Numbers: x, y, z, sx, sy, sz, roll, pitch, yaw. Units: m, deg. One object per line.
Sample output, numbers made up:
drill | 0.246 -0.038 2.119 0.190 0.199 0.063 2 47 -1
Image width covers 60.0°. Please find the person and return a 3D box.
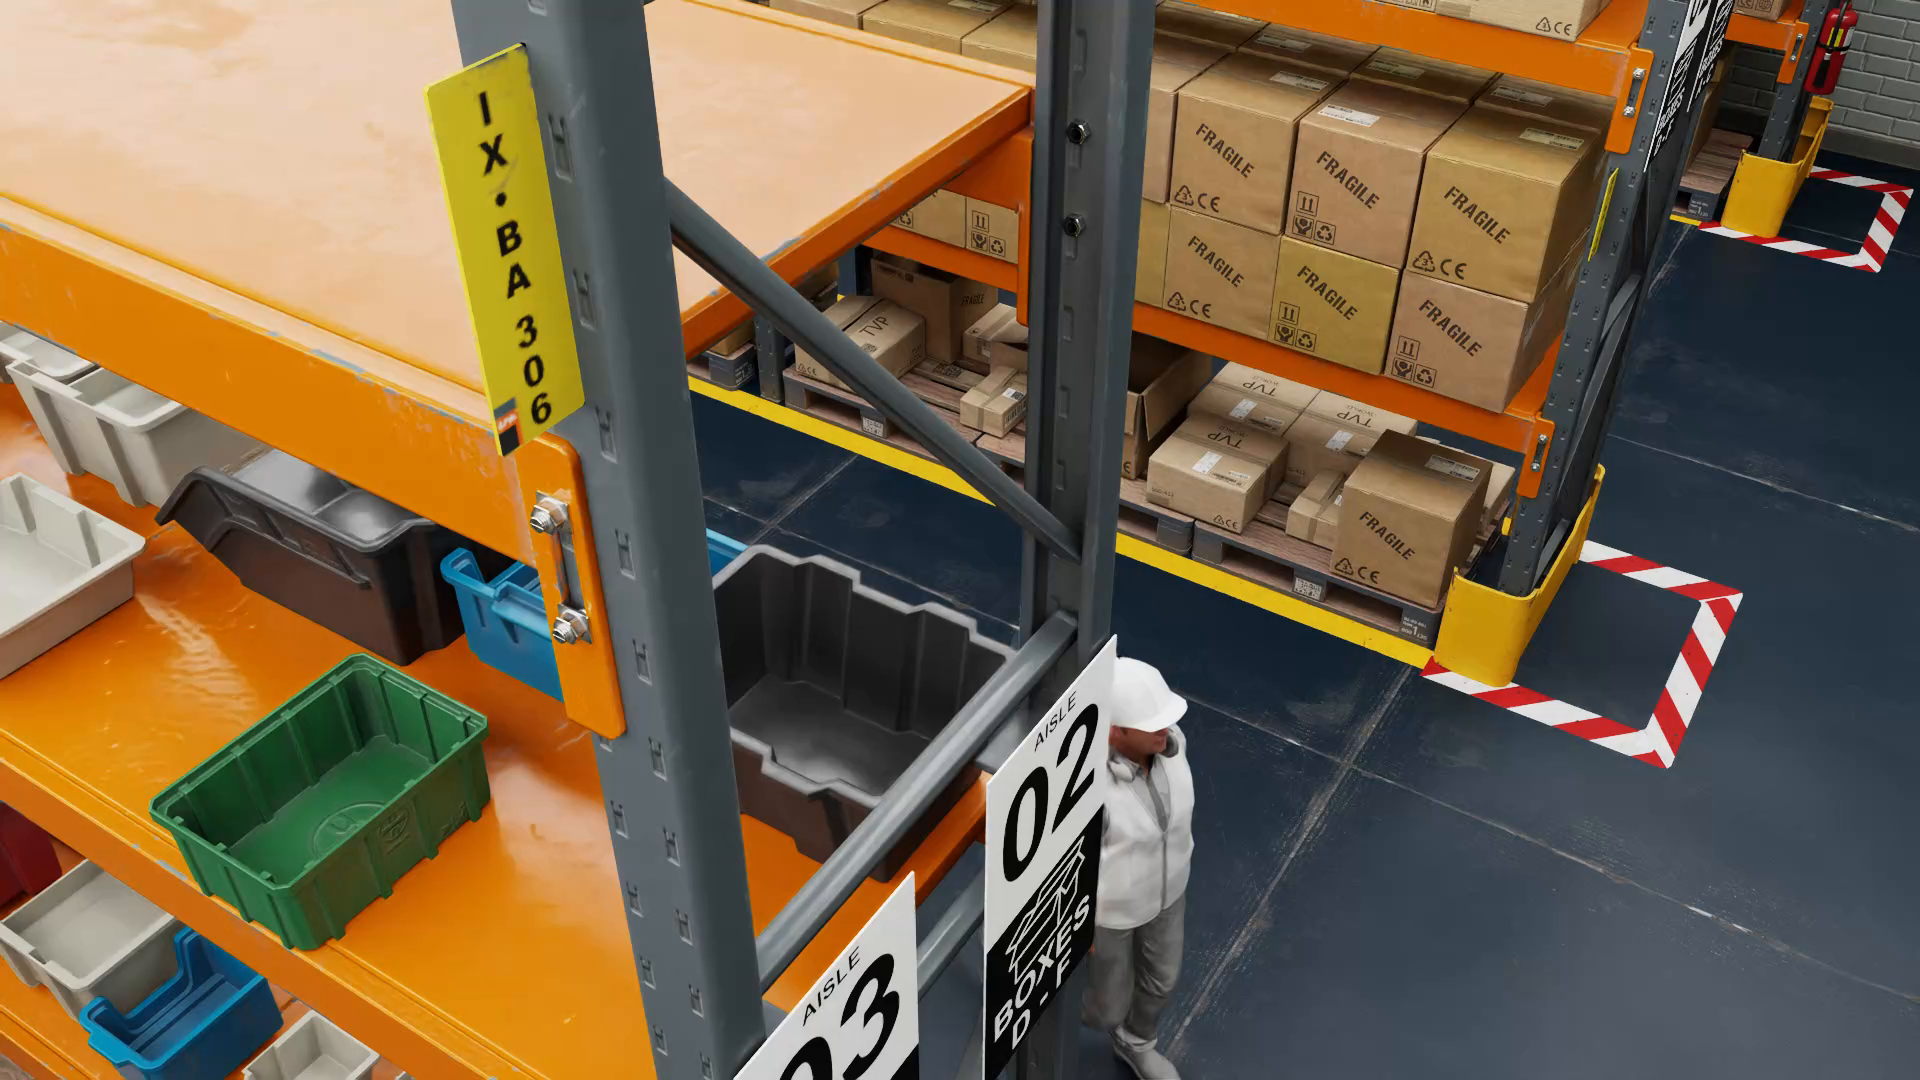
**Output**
person | 0.491 1.060 5.246 0.543 1.757 0.645 -26 45 -29
